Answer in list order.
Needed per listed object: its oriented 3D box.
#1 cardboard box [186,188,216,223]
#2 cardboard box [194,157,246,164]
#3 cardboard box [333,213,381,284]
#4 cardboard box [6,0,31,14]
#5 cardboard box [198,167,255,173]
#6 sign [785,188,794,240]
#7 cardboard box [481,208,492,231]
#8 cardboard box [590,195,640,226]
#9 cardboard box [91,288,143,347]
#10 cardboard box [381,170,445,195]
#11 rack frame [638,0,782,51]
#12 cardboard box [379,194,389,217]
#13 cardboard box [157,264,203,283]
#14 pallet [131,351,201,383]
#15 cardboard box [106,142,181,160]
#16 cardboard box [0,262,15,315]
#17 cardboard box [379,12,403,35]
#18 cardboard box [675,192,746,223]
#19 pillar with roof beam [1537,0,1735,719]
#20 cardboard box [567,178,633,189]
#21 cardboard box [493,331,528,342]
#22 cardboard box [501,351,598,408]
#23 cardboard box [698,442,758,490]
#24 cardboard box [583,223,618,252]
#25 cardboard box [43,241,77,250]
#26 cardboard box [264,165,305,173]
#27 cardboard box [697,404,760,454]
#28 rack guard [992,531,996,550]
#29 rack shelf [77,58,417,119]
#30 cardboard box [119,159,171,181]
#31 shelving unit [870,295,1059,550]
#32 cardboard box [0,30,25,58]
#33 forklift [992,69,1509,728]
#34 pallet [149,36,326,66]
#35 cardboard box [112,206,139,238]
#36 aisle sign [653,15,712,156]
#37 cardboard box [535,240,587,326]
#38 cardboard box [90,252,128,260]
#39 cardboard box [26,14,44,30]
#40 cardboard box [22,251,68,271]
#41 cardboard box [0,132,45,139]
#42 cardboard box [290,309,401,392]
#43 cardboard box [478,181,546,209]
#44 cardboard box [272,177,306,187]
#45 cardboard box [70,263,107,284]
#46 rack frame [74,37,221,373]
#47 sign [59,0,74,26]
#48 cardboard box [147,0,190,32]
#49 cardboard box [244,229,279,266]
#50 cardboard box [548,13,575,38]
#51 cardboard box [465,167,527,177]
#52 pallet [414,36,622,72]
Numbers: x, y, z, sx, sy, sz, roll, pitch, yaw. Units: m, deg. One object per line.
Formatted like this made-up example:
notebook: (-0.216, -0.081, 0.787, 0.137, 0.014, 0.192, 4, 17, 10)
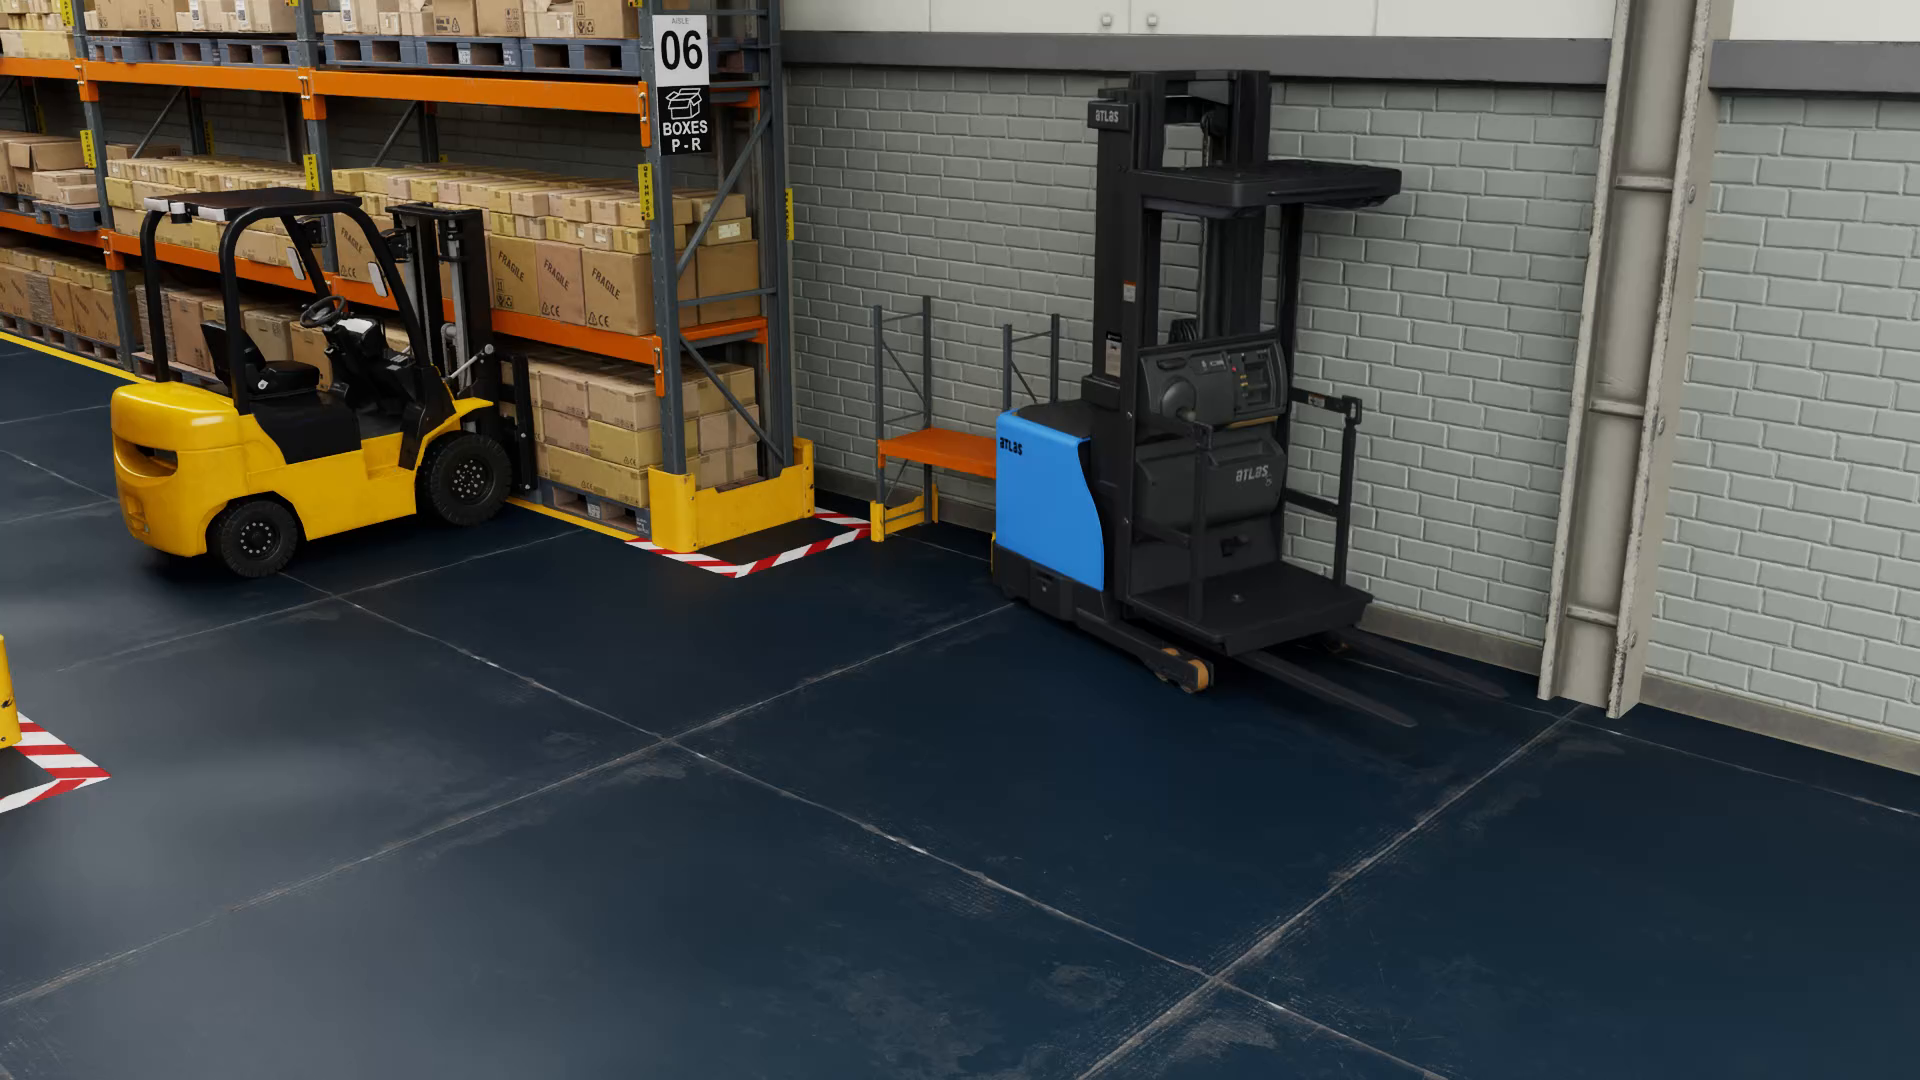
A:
cardboard box: (-6.143, -2.834, 14.003, 0.500, 0.250, 0.500, 15, 23, 40)
cardboard box: (-6.664, -3.362, 15.009, 0.250, 0.149, 0.380, 15, 23, 39)
cardboard box: (-4.314, -2.214, 12.465, 0.500, 0.500, 0.500, 14, 22, 38)
cardboard box: (-8.699, -5.020, 15.611, 0.250, 0.149, 0.380, 14, 23, 38)
cardboard box: (-6.191, -3.057, 14.048, 0.250, 0.149, 0.380, 15, 23, 39)
sign: (-1.108, -2.086, 10.665, 0.005, 0.325, 0.100, 15, 23, 39)
cardboard box: (-3.029, -2.197, 11.339, 0.250, 0.149, 0.380, 15, 23, 39)
cardboard box: (-2.094, -2.077, 10.468, 0.250, 0.149, 0.380, 15, 23, 39)
cardboard box: (-7.924, -2.163, 15.906, 0.500, 0.500, 0.500, 16, 24, 41)
cardboard box: (-3.979, -2.601, 12.119, 0.250, 0.149, 0.380, 14, 23, 38)
rack frame: (-1.481, -4.371, 9.509, 0.127, 3.000, 1.000, 15, 23, 39)
cardboard box: (-4.001, -2.450, 12.137, 0.250, 0.149, 0.380, 15, 23, 39)
cardboard box: (-7.648, -2.611, 16.246, 0.250, 0.149, 0.380, 17, 24, 42)
pallet: (-6.875, -1.615, 15.351, 1.213, 0.211, 1.003, 15, 23, 39)
cardboard box: (-7.746, -3.504, 15.836, 0.500, 0.500, 0.500, 16, 24, 42)
cardboard box: (-9.839, -2.677, 17.526, 0.500, 0.500, 0.500, 15, 23, 39)
cardboard box: (-3.764, -3.559, 11.466, 0.250, 0.149, 0.380, 16, 24, 41)
cardboard box: (-1.591, -2.126, 10.623, 0.250, 0.149, 0.380, 14, 23, 38)
pillar with roof beam: (0.226, -2.536, 3.727, 0.400, 9.000, 9.100, 15, 23, 39)
cardboard box: (-2.491, -2.411, 11.522, 0.250, 0.149, 0.380, 14, 23, 38)
cardboard box: (-3.218, -1.423, 12.335, 0.500, 0.250, 0.500, 15, 23, 40)
cardboard box: (-2.802, -1.100, 11.317, 0.500, 0.250, 0.500, 15, 23, 40)
cardboard box: (-1.719, -0.544, 11.219, 0.500, 0.250, 0.500, 15, 23, 39)
cardboard box: (-2.137, -1.919, 10.463, 0.250, 0.149, 0.380, 16, 23, 40)
cardboard box: (-9.602, -3.132, 17.887, 0.250, 0.149, 0.380, 15, 23, 40)
cardboard box: (-5.703, -3.107, 14.207, 0.250, 0.149, 0.380, 15, 23, 40)
cardboard box: (-1.695, -0.781, 11.138, 0.500, 0.250, 0.500, 16, 23, 40)
rack guard: (0.406, 0.014, 10.156, 0.087, 0.250, 0.587, 14, 23, 38)
rack shelf: (-5.969, -3.803, 13.867, 4.000, 0.370, 1.077, 15, 23, 39)
cardboard box: (-7.221, -3.291, 14.785, 0.250, 0.149, 0.380, 16, 23, 40)
shelving unit: (0.025, -0.679, 10.272, 1.083, 1.500, 0.587, 14, 23, 38)
cardboard box: (-8.761, -4.725, 15.832, 0.500, 0.250, 0.500, 15, 23, 39)
forklift: (1.416, -0.803, 8.295, 1.130, 2.935, 3.031, -11, 21, -32)
pallet: (-6.059, -4.118, 13.981, 1.213, 0.211, 1.003, 16, 24, 42)
cardboard box: (-7.295, -2.902, 15.045, 0.500, 0.250, 0.500, 15, 23, 39)
aisle sign: (-1.627, -2.671, 9.772, 0.004, 0.787, 0.394, 15, 23, 39)
cardboard box: (-2.405, -1.705, 10.860, 0.500, 0.500, 0.500, 16, 24, 41)
cardboard box: (-8.651, -2.859, 17.026, 0.250, 0.149, 0.380, 15, 23, 40)
cardboard box: (-8.465, -4.838, 15.527, 0.250, 0.149, 0.380, 15, 23, 39)
cardboard box: (-9.347, -2.859, 17.027, 0.250, 0.149, 0.380, 16, 24, 41)
cardboard box: (-9.856, -3.917, 17.136, 0.500, 0.500, 0.700, 15, 23, 40)
cardboard box: (-4.871, -1.485, 13.565, 0.625, 0.625, 0.875, 16, 24, 42)
cardboard box: (-3.040, -2.341, 11.300, 0.250, 0.149, 0.380, 15, 23, 40)
cardboard box: (-5.229, -2.799, 13.234, 0.250, 0.149, 0.380, 15, 23, 39)
cardboard box: (-8.395, -2.588, 16.174, 0.250, 0.149, 0.380, 14, 22, 37)
rack frame: (-7.465, -3.118, 15.477, 0.127, 3.000, 1.000, 15, 23, 39)
sign: (-7.826, -4.672, 14.560, 0.005, 0.325, 0.100, 15, 23, 39)
cardboard box: (-6.323, -4.438, 13.654, 0.500, 0.500, 0.500, 16, 23, 41)
cardboard box: (-5.403, -2.385, 13.416, 0.500, 0.250, 0.500, 15, 23, 39)
cardboard box: (-2.303, -3.167, 10.229, 0.250, 0.149, 0.380, 14, 22, 38)
cardboard box: (-3.438, -2.672, 12.342, 0.250, 0.149, 0.380, 14, 23, 38)
pallet: (-2.910, -3.292, 11.213, 1.213, 0.211, 1.003, 15, 23, 39)
